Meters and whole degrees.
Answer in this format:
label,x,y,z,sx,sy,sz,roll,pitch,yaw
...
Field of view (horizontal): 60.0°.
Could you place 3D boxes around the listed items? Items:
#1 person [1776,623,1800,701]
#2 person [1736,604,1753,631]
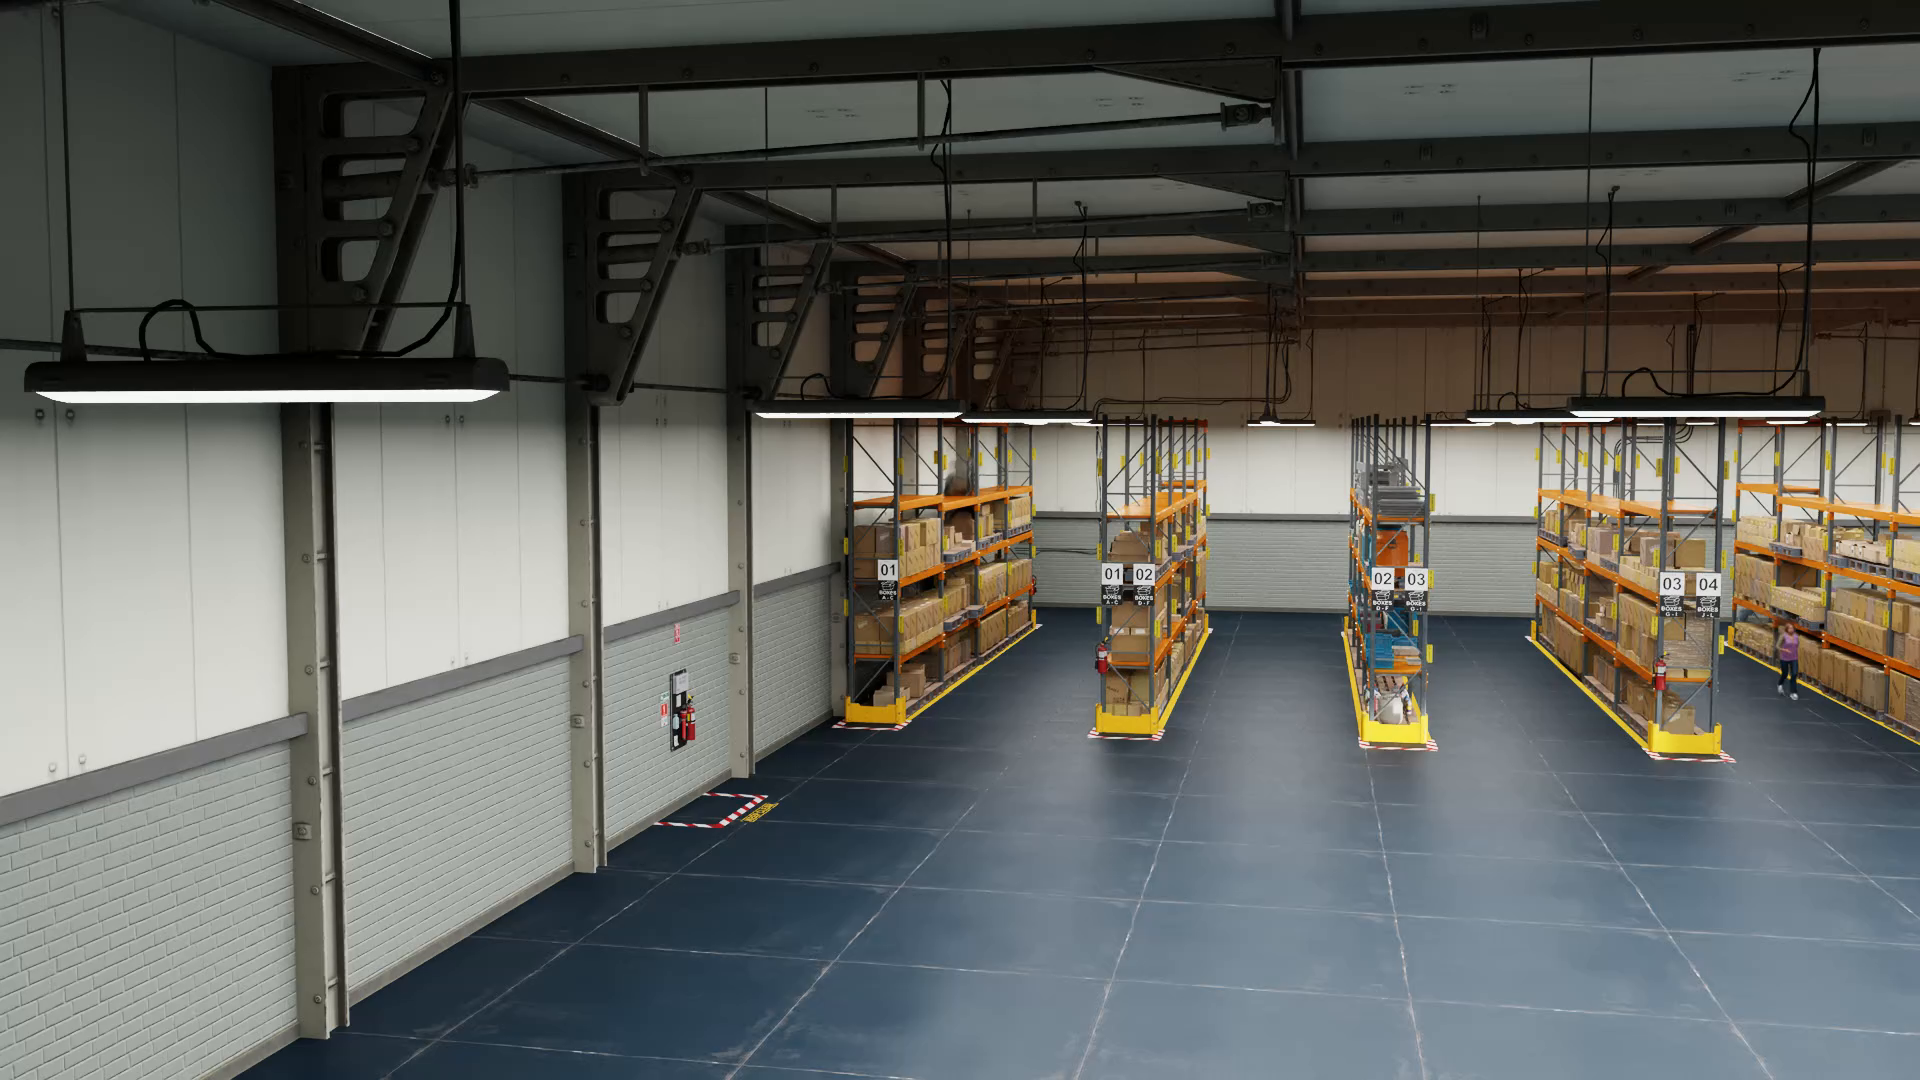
label,x,y,z,sx,sy,sz,roll,pitch,yaw
person,17.609,2.555,35.353,0.544,1.597,0.891,1,4,8
person,21.326,1.873,45.142,0.812,1.712,0.724,1,4,13
